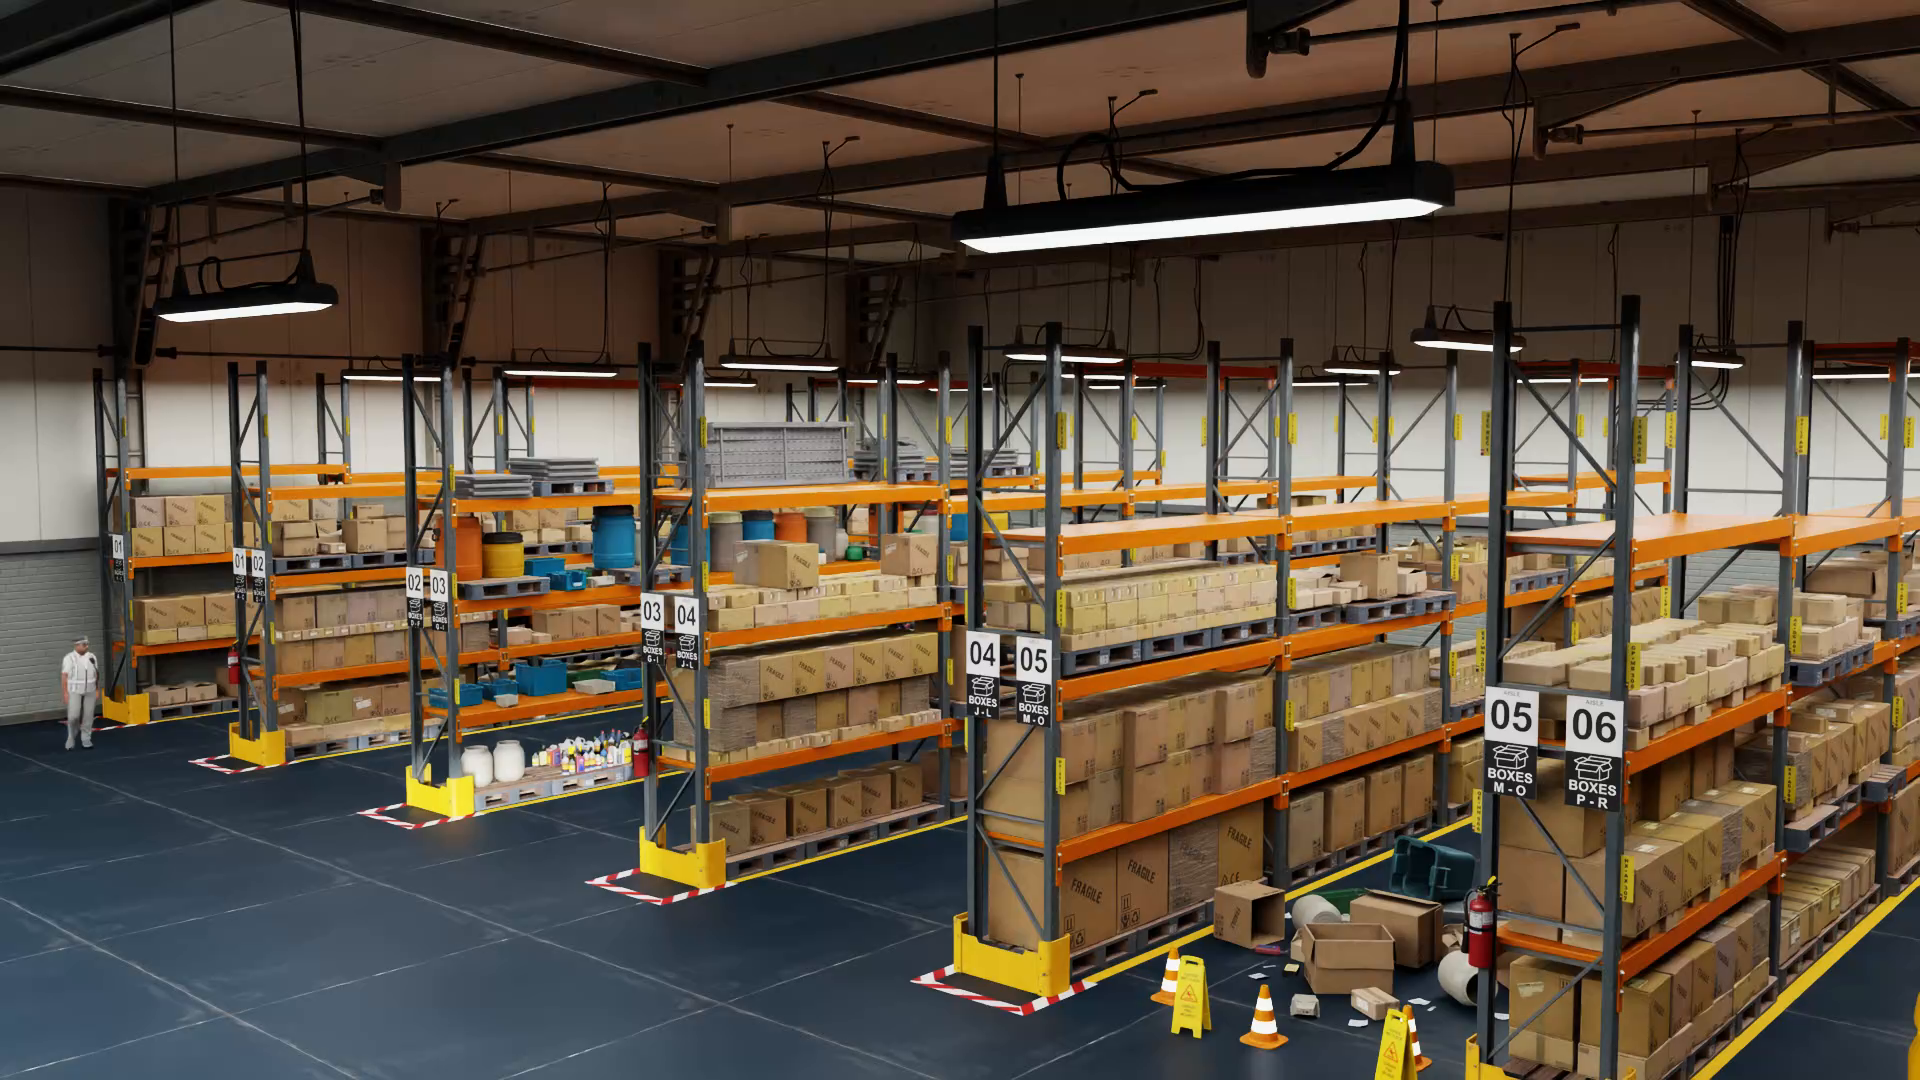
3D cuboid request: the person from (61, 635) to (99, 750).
[{"bbox_3d":[-13.707,2.377,25.929,0.440,1.776,0.560,4,6,42],"label":"person"}]
